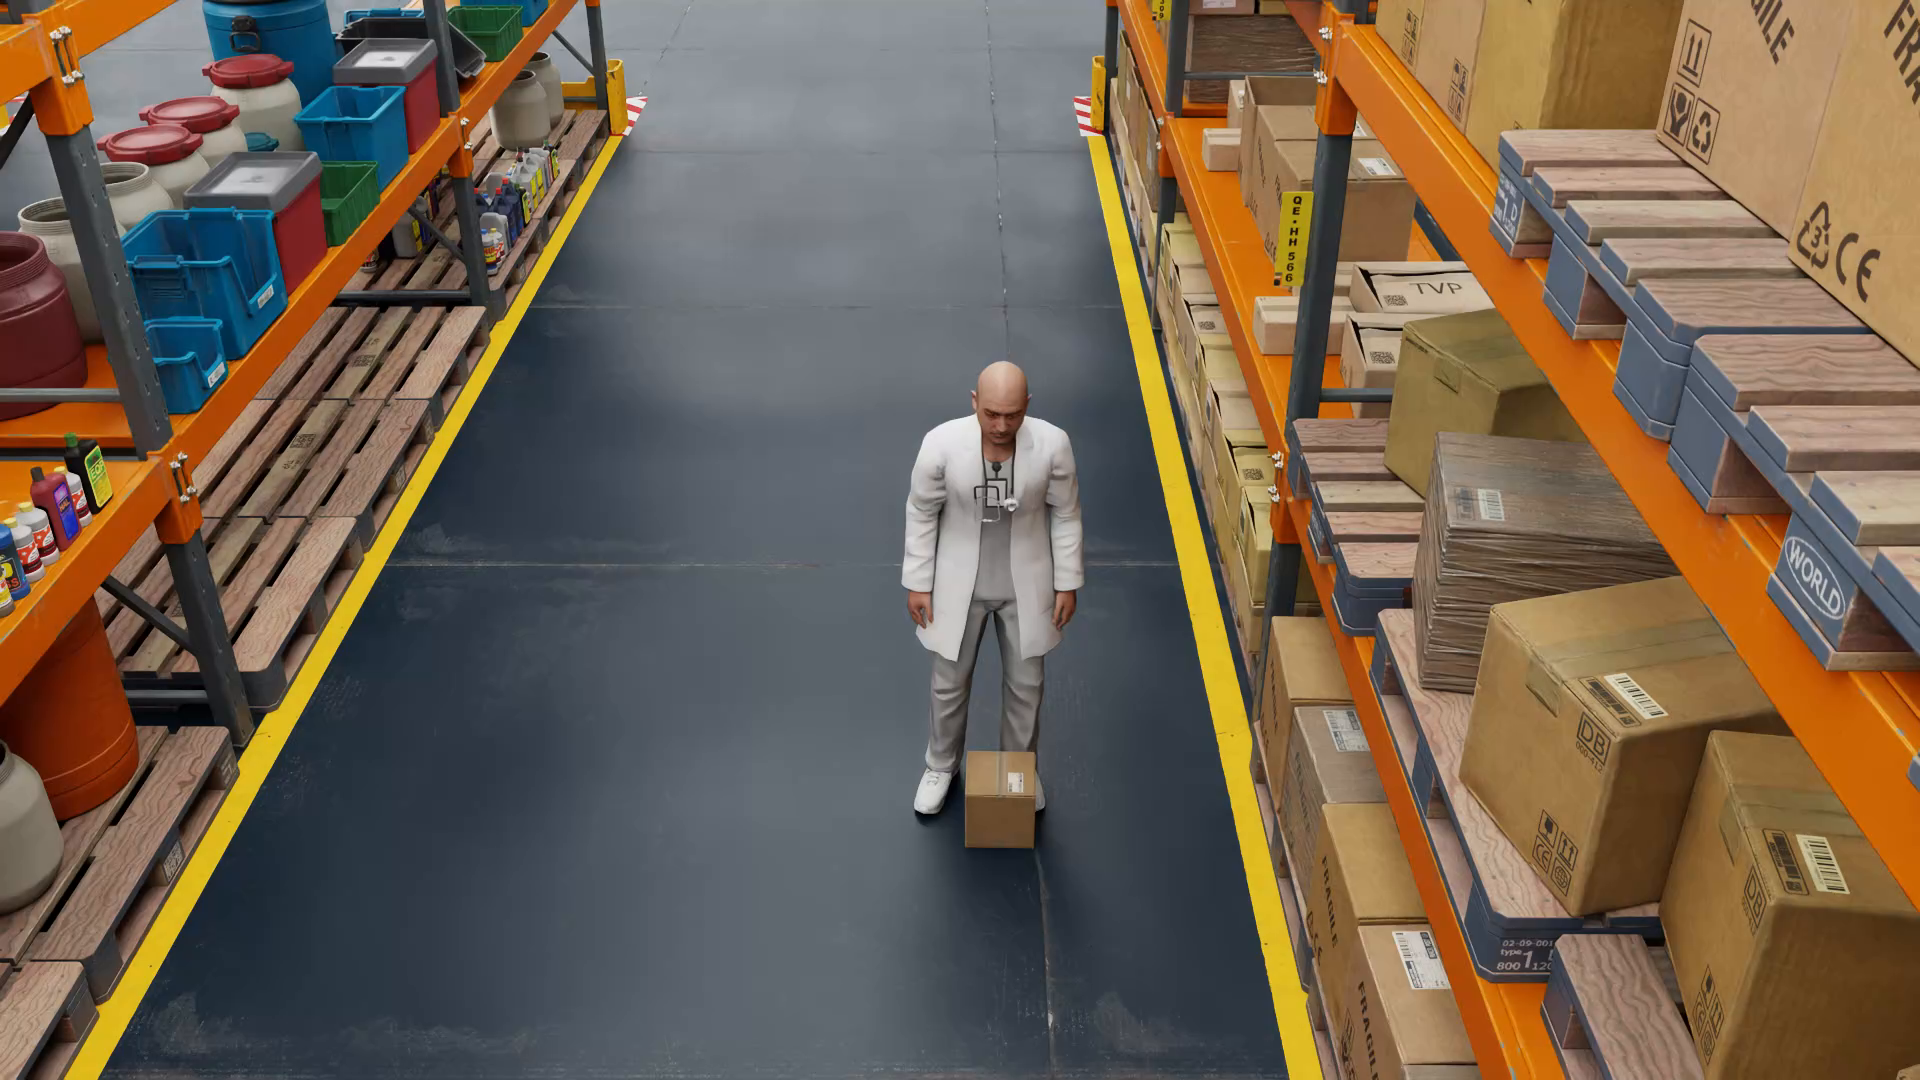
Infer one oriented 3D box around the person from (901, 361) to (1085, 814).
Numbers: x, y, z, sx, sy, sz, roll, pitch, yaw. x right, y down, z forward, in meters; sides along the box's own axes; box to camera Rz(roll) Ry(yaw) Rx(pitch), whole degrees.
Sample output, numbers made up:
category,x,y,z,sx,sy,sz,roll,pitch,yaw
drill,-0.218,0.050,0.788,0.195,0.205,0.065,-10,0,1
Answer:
category,x,y,z,sx,sy,sz,roll,pitch,yaw
person,0.116,0.167,5.871,0.646,1.774,0.421,0,31,-1
